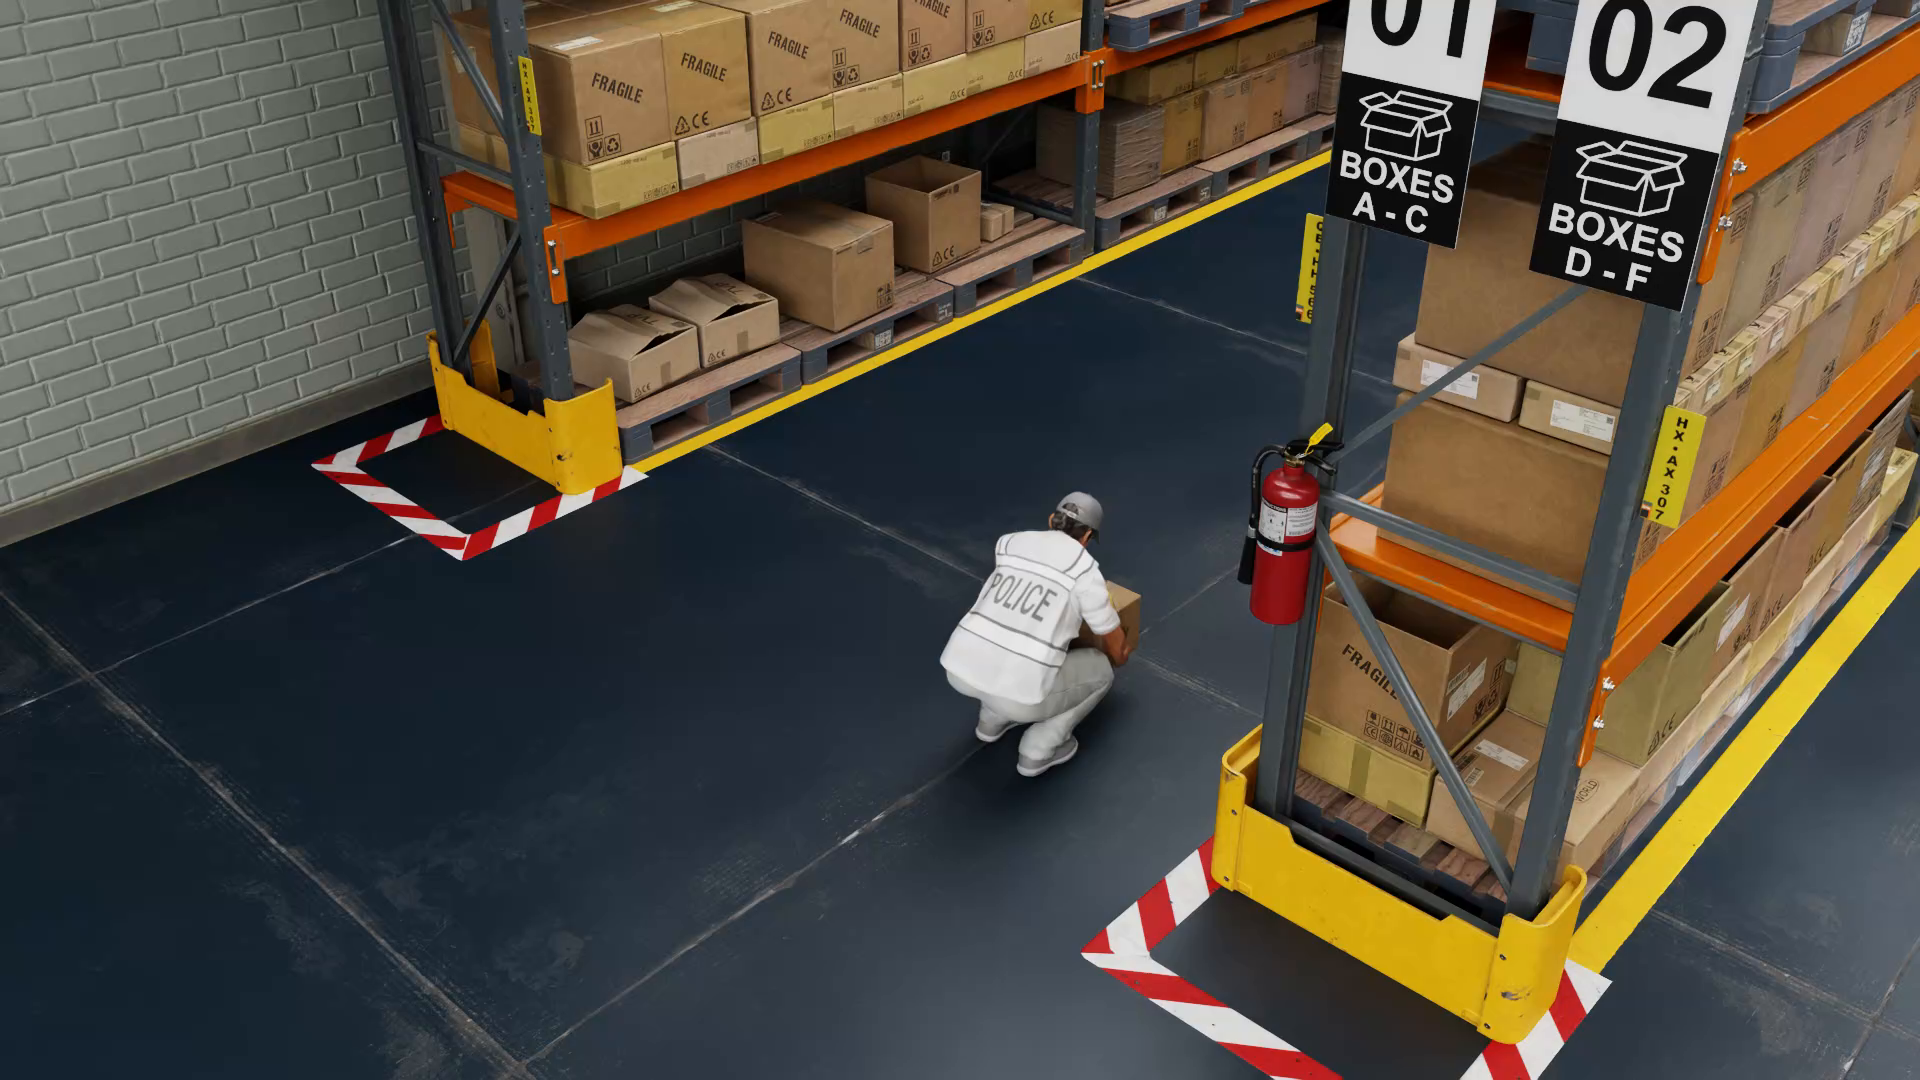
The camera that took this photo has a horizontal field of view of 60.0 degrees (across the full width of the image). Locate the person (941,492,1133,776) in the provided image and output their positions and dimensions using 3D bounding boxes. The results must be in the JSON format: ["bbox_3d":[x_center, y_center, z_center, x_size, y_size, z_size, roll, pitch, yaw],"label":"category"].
[{"bbox_3d":[0.293,0.347,6.282,0.518,0.930,0.851,25,40,35],"label":"person"}]
